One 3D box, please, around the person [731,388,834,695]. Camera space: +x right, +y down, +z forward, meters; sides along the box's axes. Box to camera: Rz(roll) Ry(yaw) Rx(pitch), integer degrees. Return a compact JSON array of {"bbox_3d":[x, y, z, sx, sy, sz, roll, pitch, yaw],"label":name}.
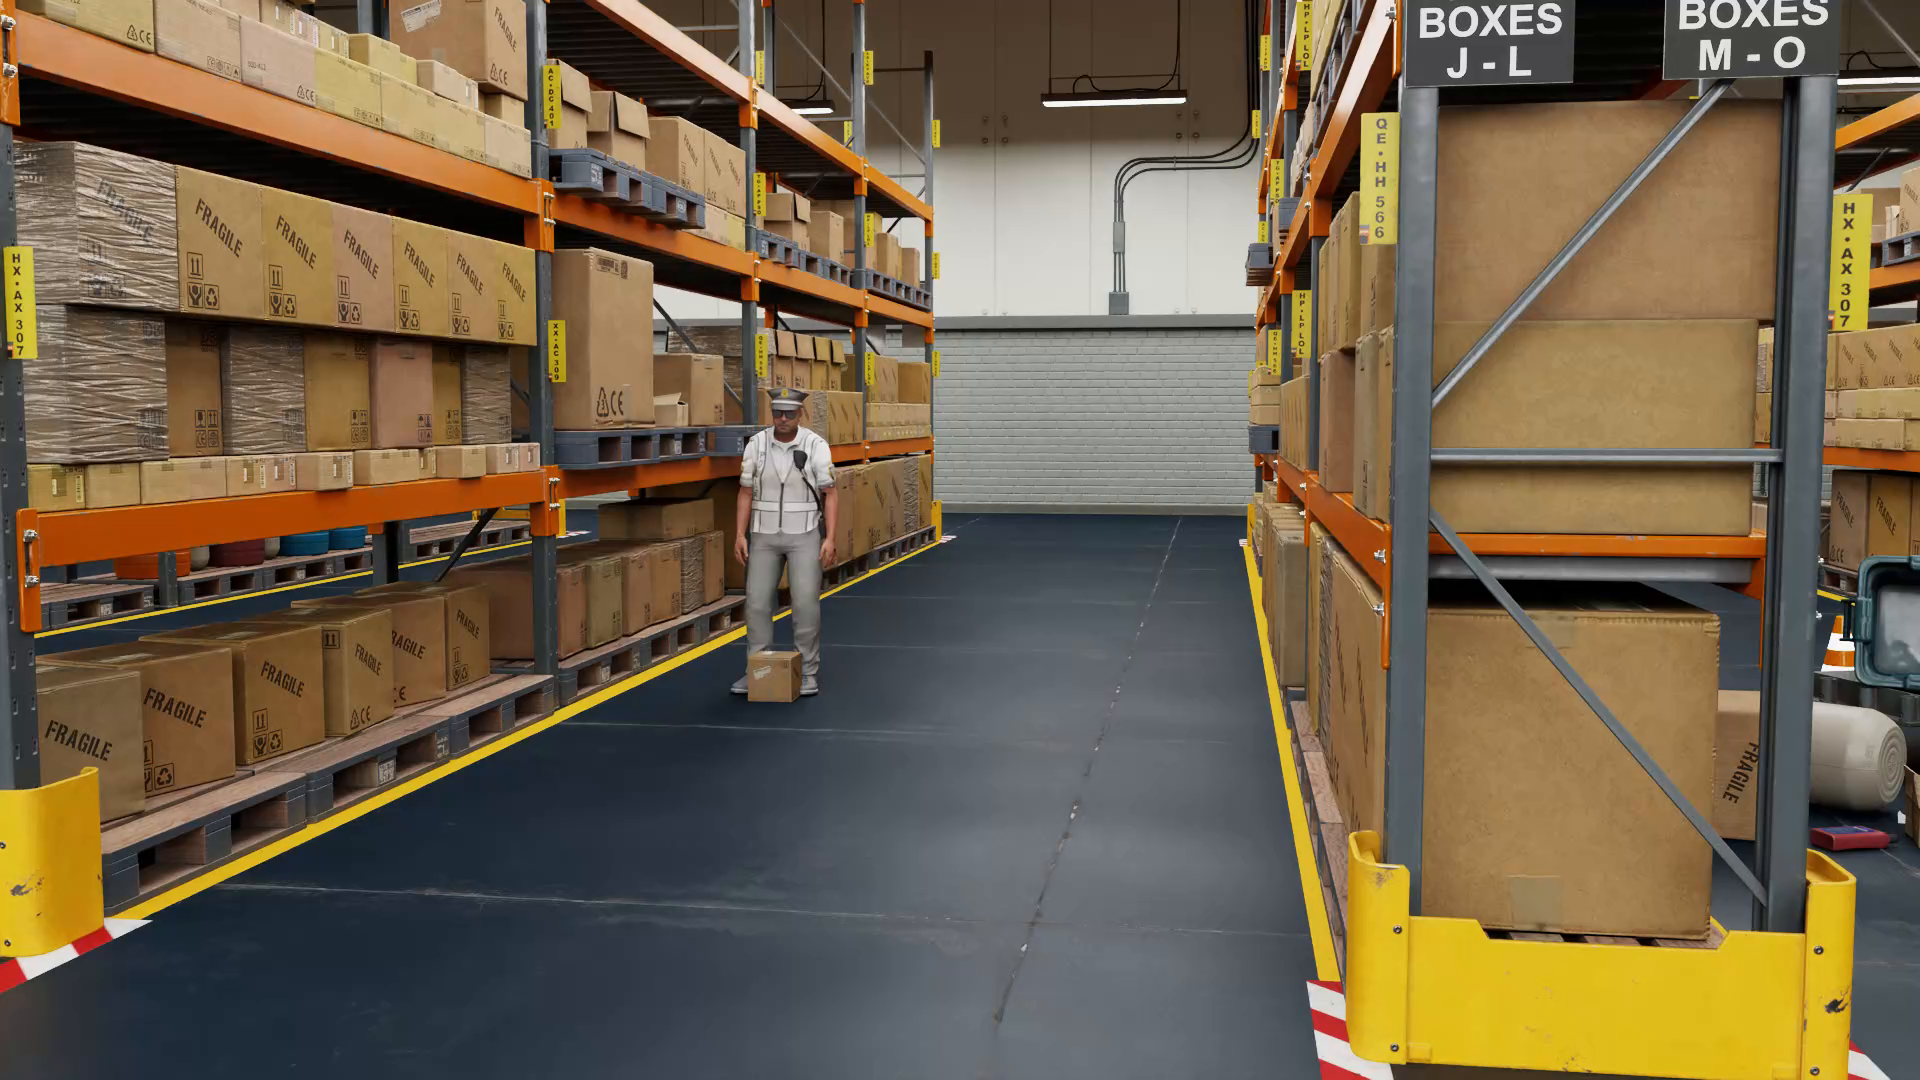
[{"bbox_3d":[-1.014,0.000,9.589,0.585,1.747,0.439,1,4,9],"label":"person"}]
